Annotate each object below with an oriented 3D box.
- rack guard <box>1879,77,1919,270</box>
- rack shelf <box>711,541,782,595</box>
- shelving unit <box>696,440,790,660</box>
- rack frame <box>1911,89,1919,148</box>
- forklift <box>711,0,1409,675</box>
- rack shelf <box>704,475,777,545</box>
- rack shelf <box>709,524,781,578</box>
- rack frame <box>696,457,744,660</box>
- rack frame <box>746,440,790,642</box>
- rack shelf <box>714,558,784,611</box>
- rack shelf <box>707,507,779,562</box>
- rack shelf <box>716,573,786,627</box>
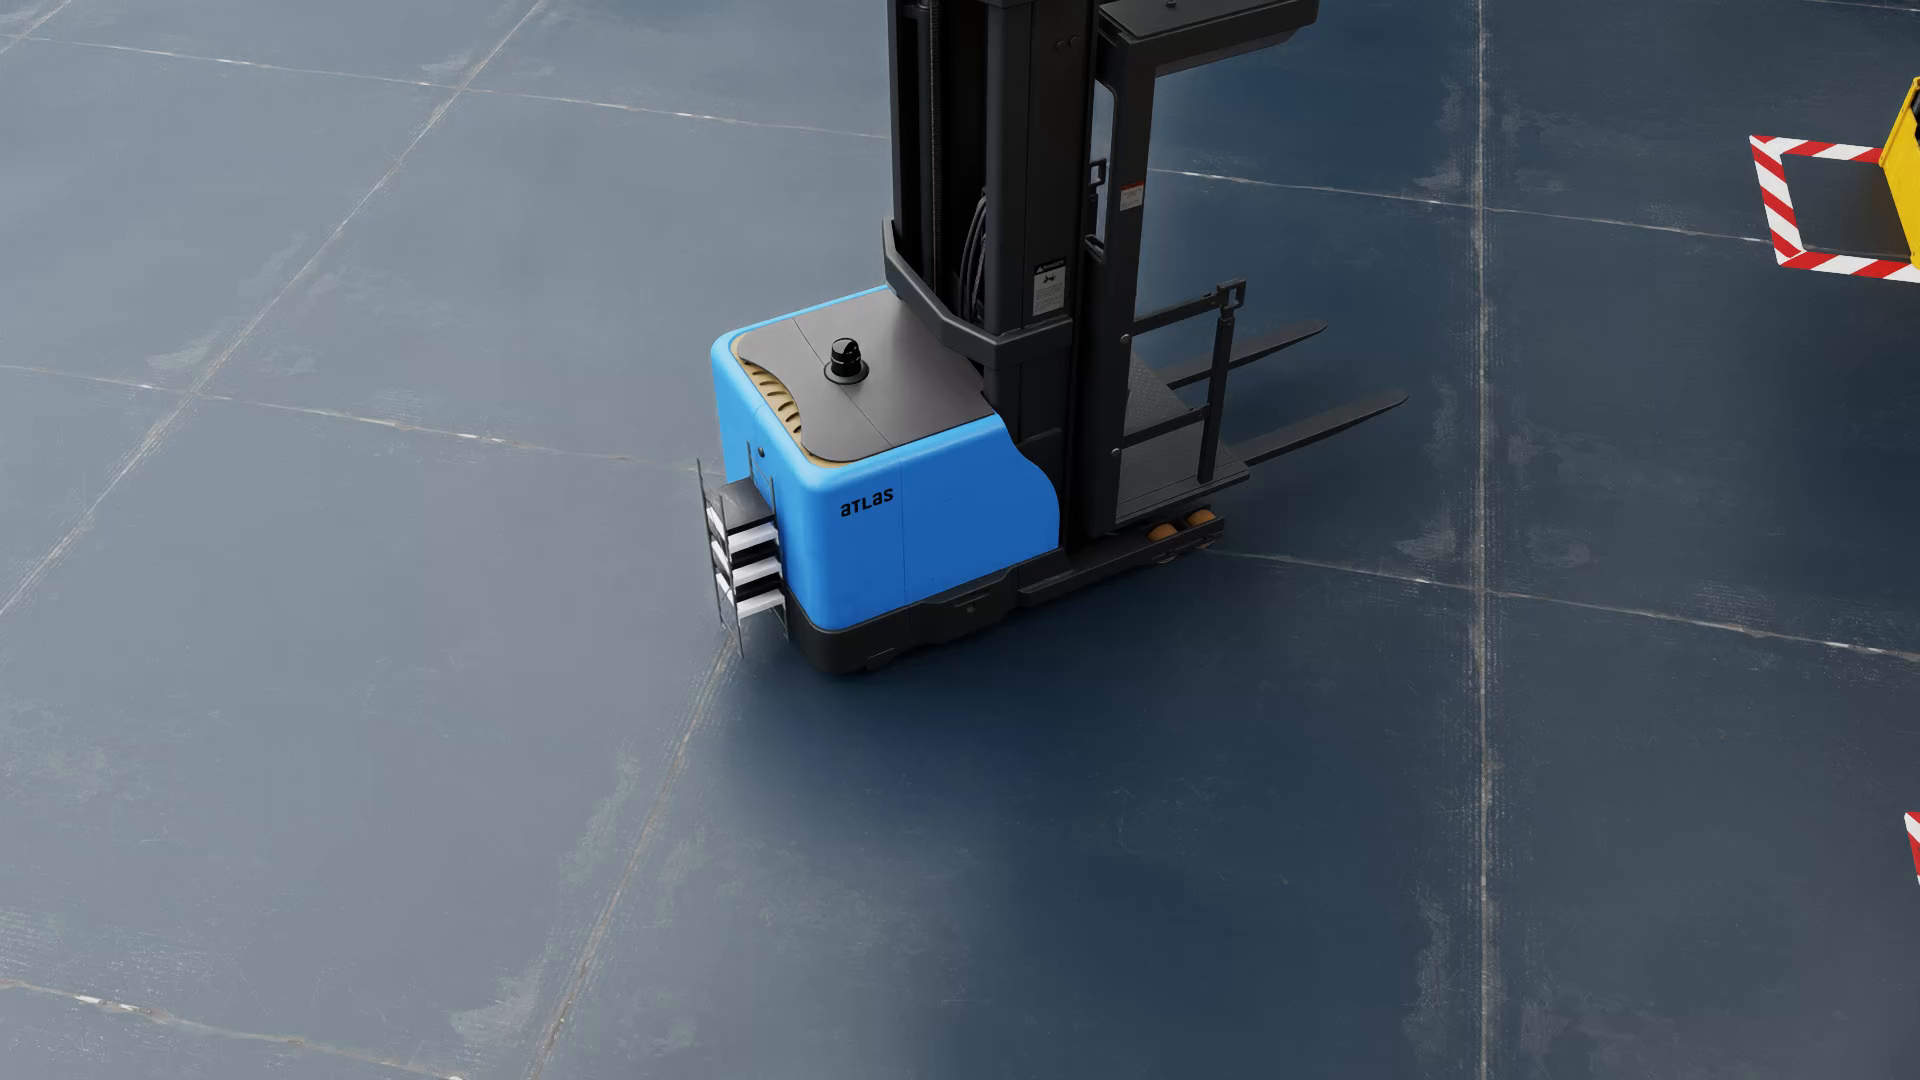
[{"bbox_3d":[5.271,-1.951,8.877,0.348,0.500,1.175,9,45,9],"label":"rack guard"},{"bbox_3d":[-0.841,0.077,6.529,0.200,0.077,0.258,-20,47,-20],"label":"rack shelf"},{"bbox_3d":[-0.841,0.053,6.506,0.210,0.900,0.258,-20,47,-20],"label":"shelving unit"},{"bbox_3d":[5.197,-2.863,8.022,0.127,3.000,1.000,9,45,9],"label":"rack frame"},{"bbox_3d":[0.556,-1.262,6.407,3.031,2.935,1.130,-20,47,-20],"label":"forklift"},{"bbox_3d":[-0.841,-0.117,6.342,0.200,0.077,0.258,-20,47,-20],"label":"rack shelf"},{"bbox_3d":[-0.841,0.013,6.466,0.200,0.077,0.258,-20,47,-20],"label":"rack shelf"},{"bbox_3d":[-0.931,0.087,6.471,0.006,0.900,0.240,-20,47,-20],"label":"rack frame"},{"bbox_3d":[-0.752,0.020,6.540,0.006,0.900,0.240,-20,47,-20],"label":"rack frame"},{"bbox_3d":[-0.841,0.142,6.591,0.200,0.077,0.258,-20,47,-20],"label":"rack shelf"},{"bbox_3d":[-0.841,-0.052,6.404,0.200,0.077,0.258,-20,47,-20],"label":"rack shelf"},{"bbox_3d":[-0.841,0.207,6.654,0.200,0.077,0.258,-20,47,-20],"label":"rack shelf"}]
